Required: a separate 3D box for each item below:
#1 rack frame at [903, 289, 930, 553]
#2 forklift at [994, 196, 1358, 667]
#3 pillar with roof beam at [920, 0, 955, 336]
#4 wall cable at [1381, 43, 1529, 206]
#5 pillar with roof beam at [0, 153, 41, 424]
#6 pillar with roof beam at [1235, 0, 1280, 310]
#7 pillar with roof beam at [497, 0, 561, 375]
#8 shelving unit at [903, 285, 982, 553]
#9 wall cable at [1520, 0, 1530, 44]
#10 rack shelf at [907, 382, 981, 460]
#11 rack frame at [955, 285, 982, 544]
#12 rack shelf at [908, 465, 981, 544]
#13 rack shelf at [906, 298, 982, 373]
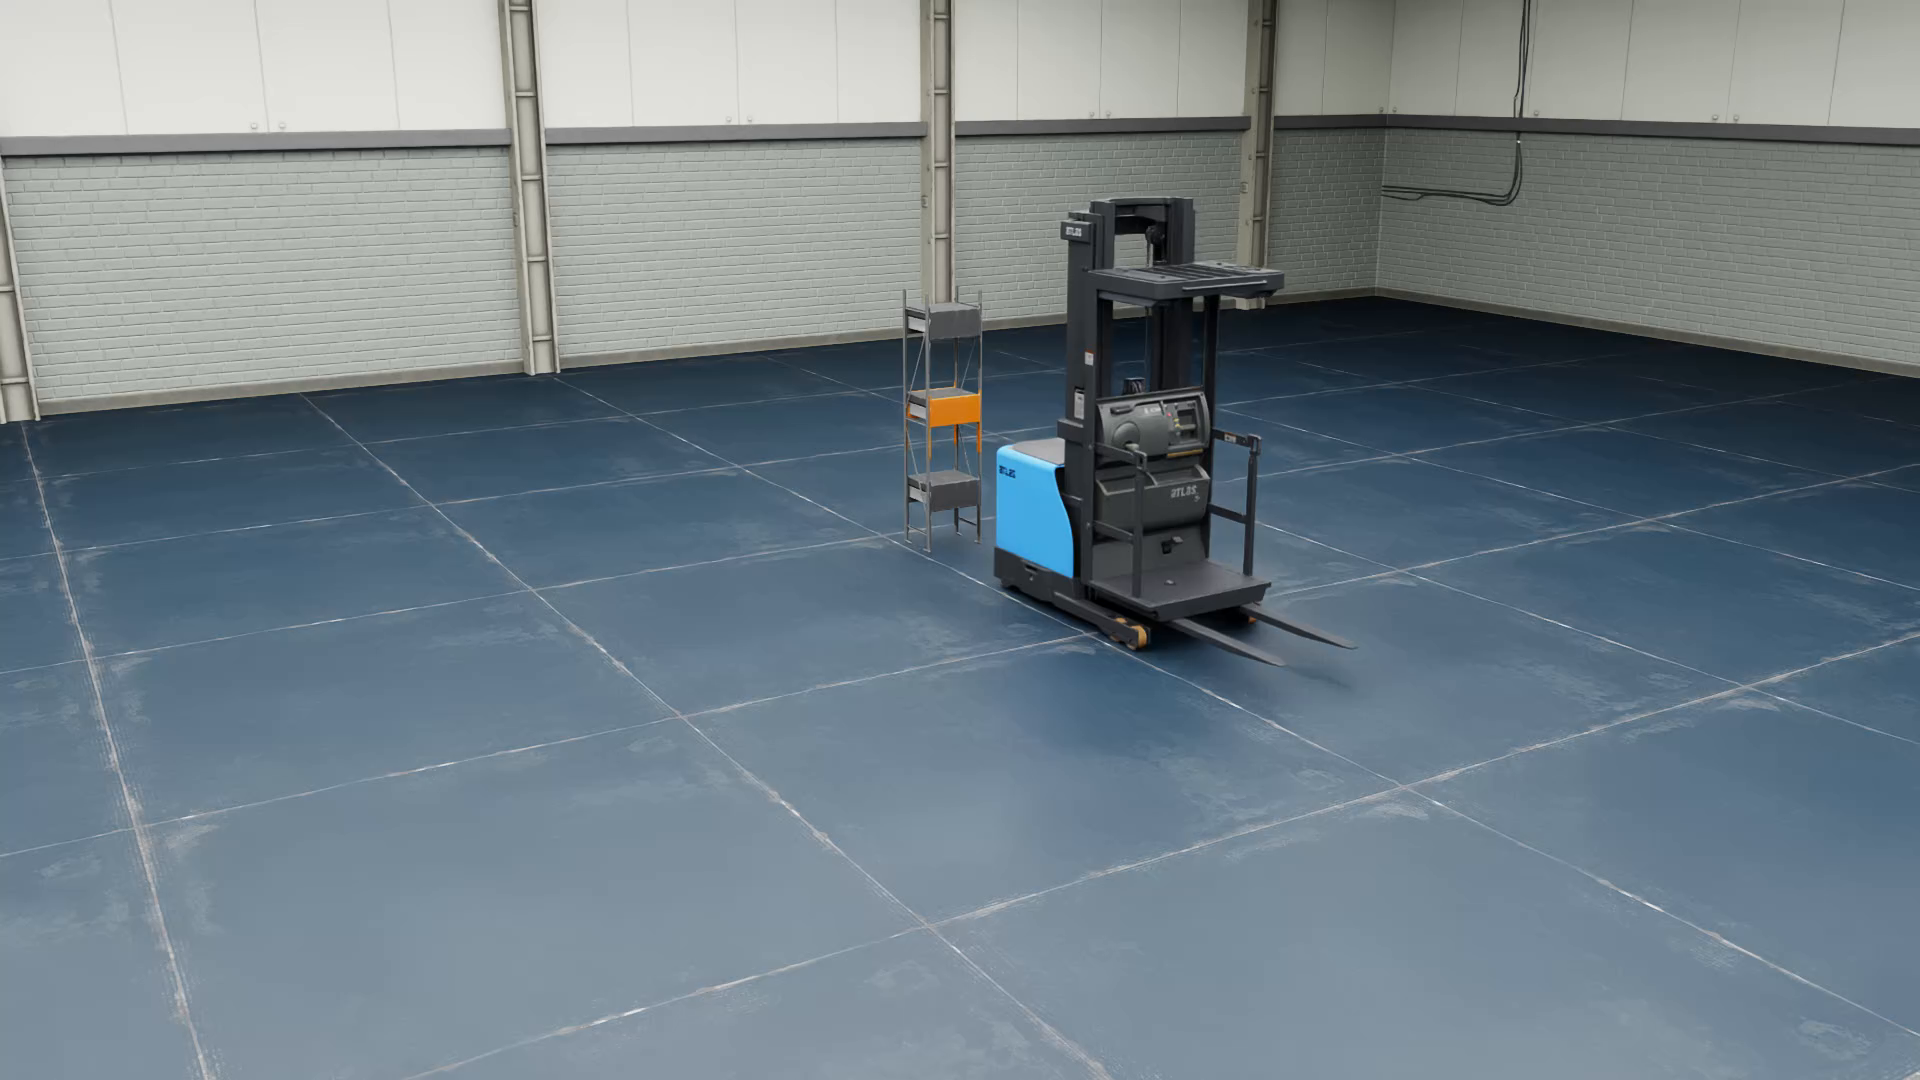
[{"bbox_3d":[-0.351,-0.954,13.423,0.015,2.100,0.400,-9,18,-30],"label":"rack frame"},{"bbox_3d":[1.465,-0.811,11.372,1.130,2.935,3.031,-10,18,-31],"label":"forklift"},{"bbox_3d":[1.898,-6.365,19.946,0.400,9.000,9.100,-9,18,-30],"label":"pillar with roof beam"},{"bbox_3d":[8.030,-6.804,27.263,0.112,2.526,3.097,-9,18,-30],"label":"wall cable"},{"bbox_3d":[-8.388,-4.697,13.995,0.400,9.000,9.100,-9,18,-30],"label":"pillar with roof beam"},{"bbox_3d":[7.041,-7.199,22.921,0.400,9.000,9.100,-9,18,-30],"label":"pillar with roof beam"},{"bbox_3d":[-3.245,-5.531,16.970,0.400,9.000,9.100,-9,18,-30],"label":"pillar with roof beam"},{"bbox_3d":[-0.142,-0.988,13.544,0.503,2.100,0.431,-9,18,-30],"label":"shelving unit"},{"bbox_3d":[9.423,-8.610,24.348,0.112,2.526,3.097,-9,18,-30],"label":"wall cable"},{"bbox_3d":[-0.142,-0.975,13.548,0.480,0.518,0.431,-9,18,-30],"label":"rack shelf"},{"bbox_3d":[0.067,-1.022,13.665,0.015,2.100,0.400,-9,18,-30],"label":"rack frame"},{"bbox_3d":[-0.142,-0.301,13.737,0.480,0.518,0.431,-9,18,-30],"label":"rack shelf"},{"bbox_3d":[-0.142,-1.649,13.359,0.480,0.518,0.431,-9,18,-30],"label":"rack shelf"}]
